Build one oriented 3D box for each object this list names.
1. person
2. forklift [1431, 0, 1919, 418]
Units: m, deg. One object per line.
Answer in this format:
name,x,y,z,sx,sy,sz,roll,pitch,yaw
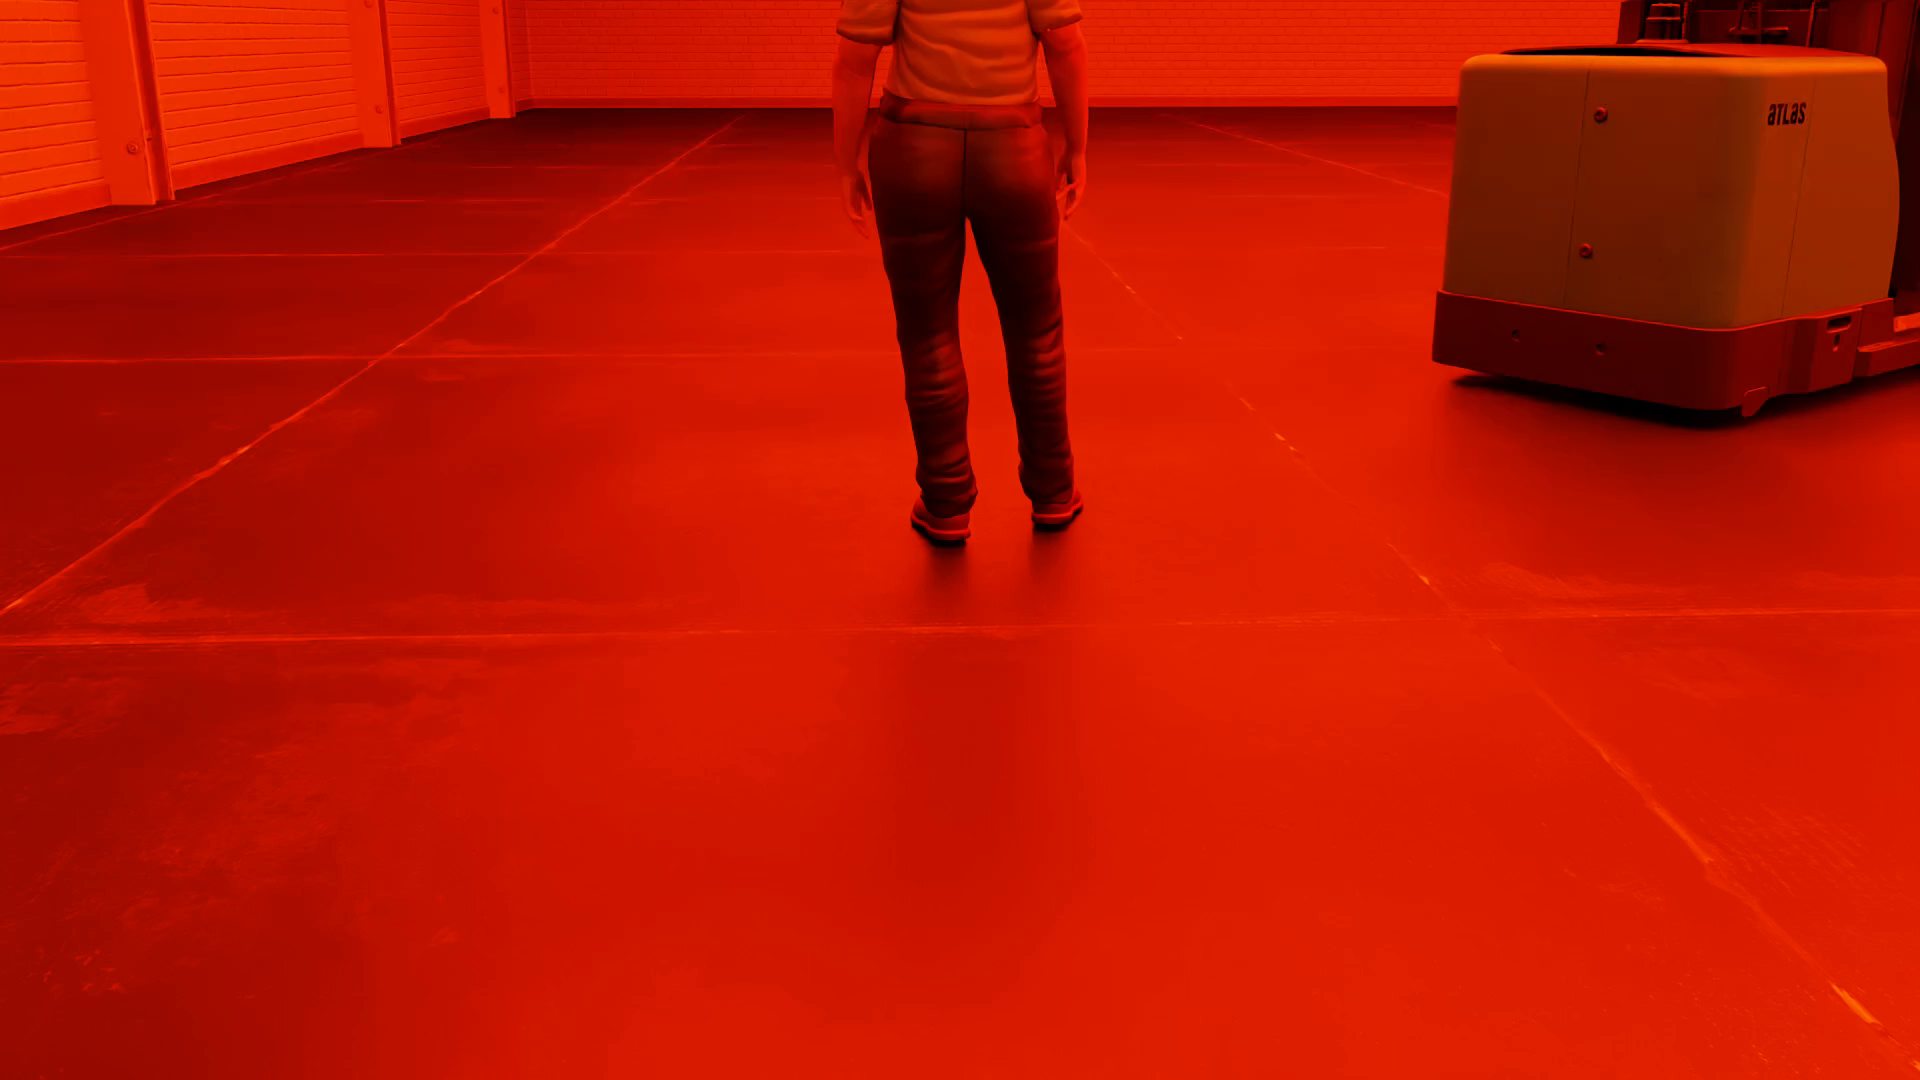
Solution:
person,0.018,-0.817,3.762,0.599,1.642,0.503,-1,17,-3
forklift,3.086,-2.097,5.761,3.031,2.935,1.130,-13,21,-36
